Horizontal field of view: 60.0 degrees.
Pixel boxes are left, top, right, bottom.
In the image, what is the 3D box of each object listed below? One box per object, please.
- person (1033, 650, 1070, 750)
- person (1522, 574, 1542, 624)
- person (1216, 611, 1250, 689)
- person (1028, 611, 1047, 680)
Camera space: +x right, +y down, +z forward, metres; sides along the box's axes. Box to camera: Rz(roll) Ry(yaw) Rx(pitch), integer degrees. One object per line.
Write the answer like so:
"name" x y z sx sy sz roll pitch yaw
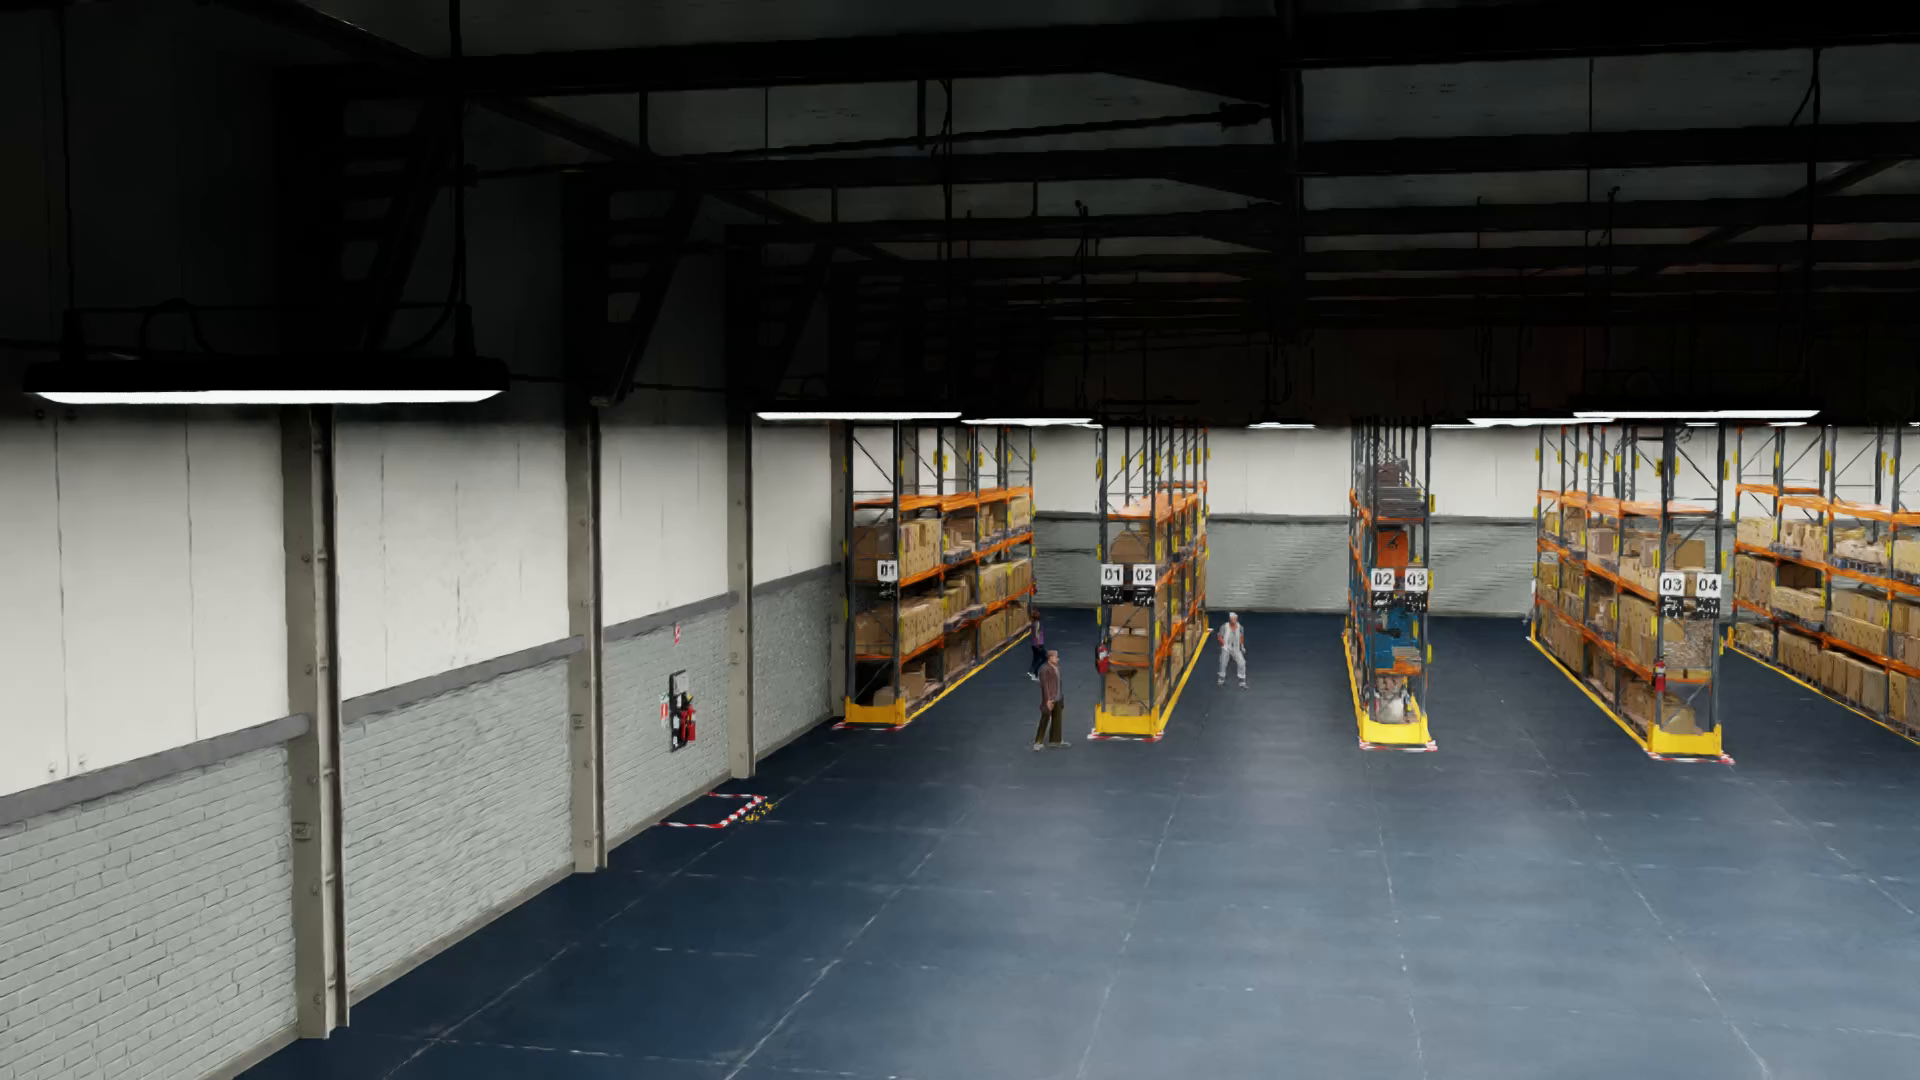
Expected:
"person" 1.597 2.844 29.726 0.454 1.779 0.740 3 5 38
"person" 16.793 1.690 48.740 0.595 1.589 0.457 -3 5 -36
"person" 5.981 2.415 36.621 0.676 1.719 0.842 0 4 -5
"person" 1.731 2.408 37.819 0.407 1.594 0.452 -1 4 -17
